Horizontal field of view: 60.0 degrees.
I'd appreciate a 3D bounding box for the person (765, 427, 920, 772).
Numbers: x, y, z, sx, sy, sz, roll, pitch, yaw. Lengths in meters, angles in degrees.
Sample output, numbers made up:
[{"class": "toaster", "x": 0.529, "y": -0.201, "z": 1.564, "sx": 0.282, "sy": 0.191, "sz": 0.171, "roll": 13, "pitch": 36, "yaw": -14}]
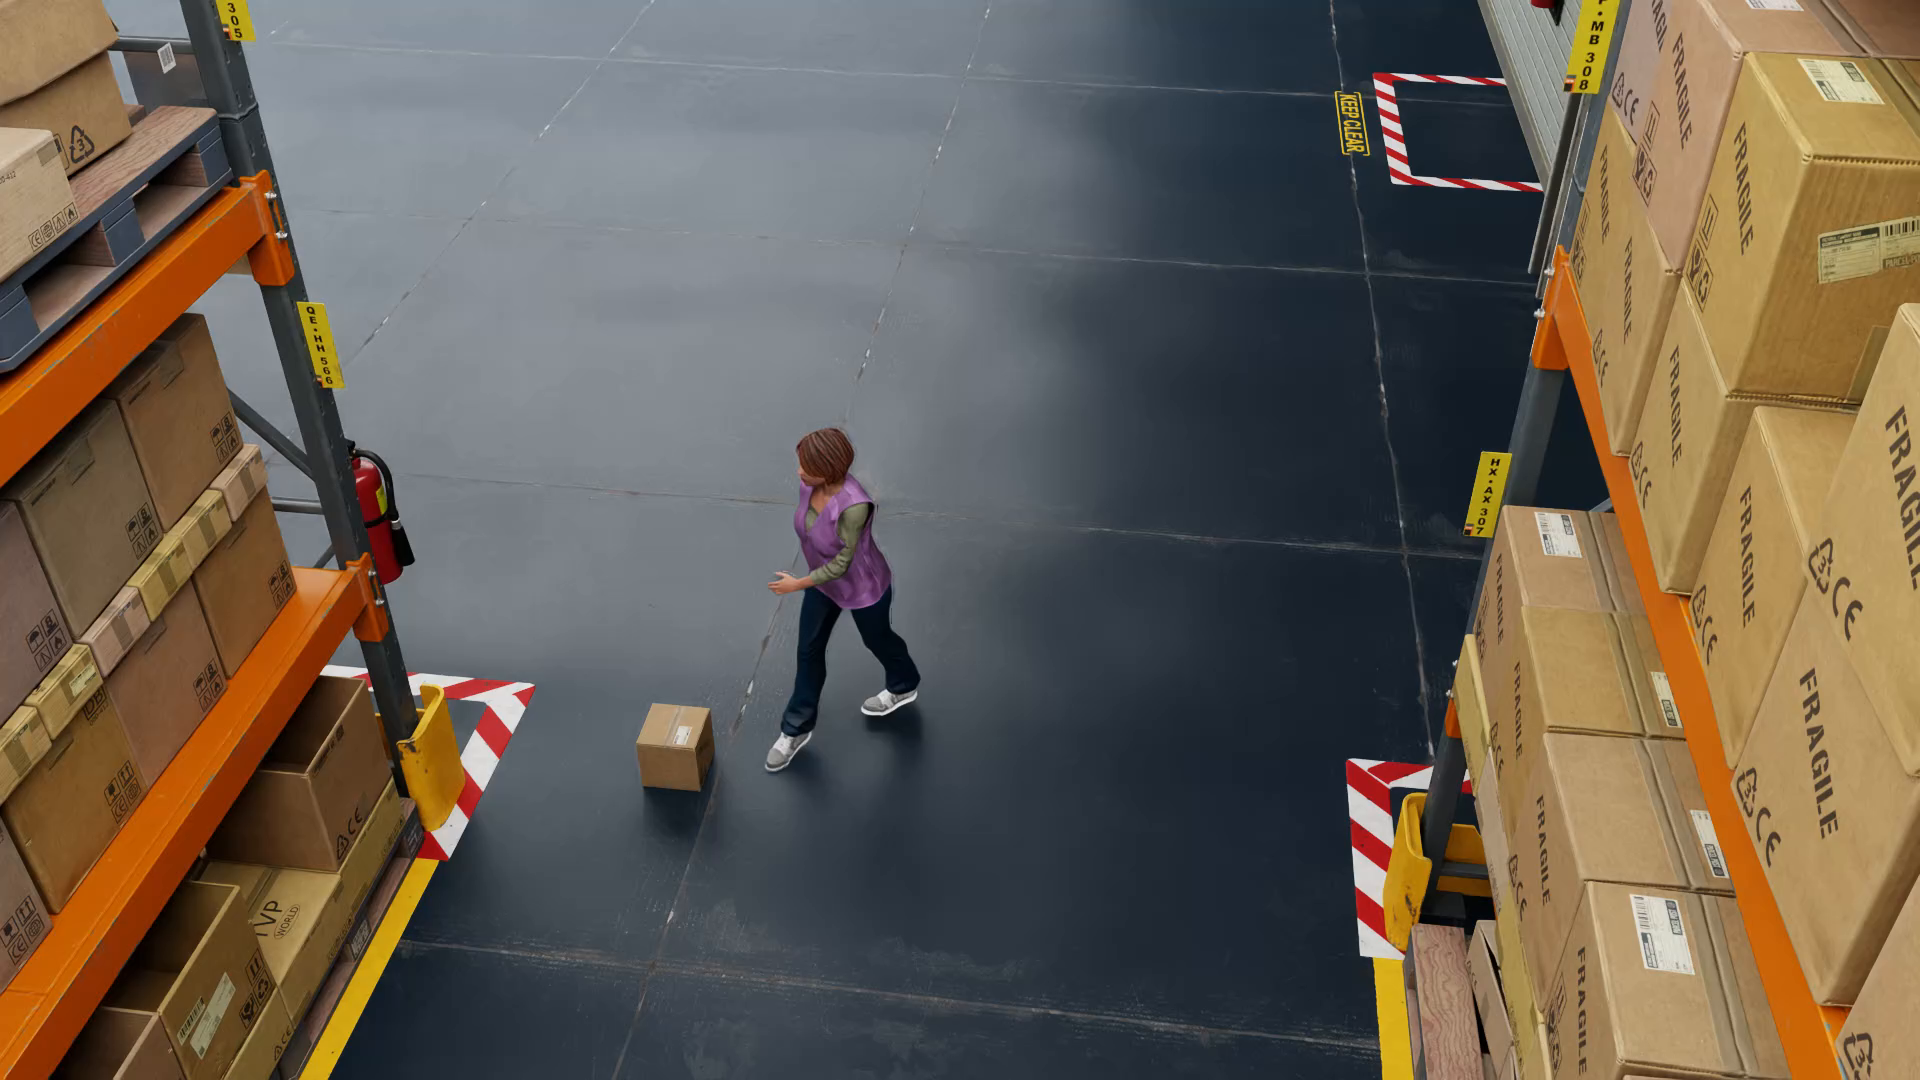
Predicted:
[{"class": "person", "x": -0.508, "y": 0.203, "z": 6.776, "sx": 0.405, "sy": 1.582, "sz": 0.786, "roll": 30, "pitch": 46, "yaw": 34}]
